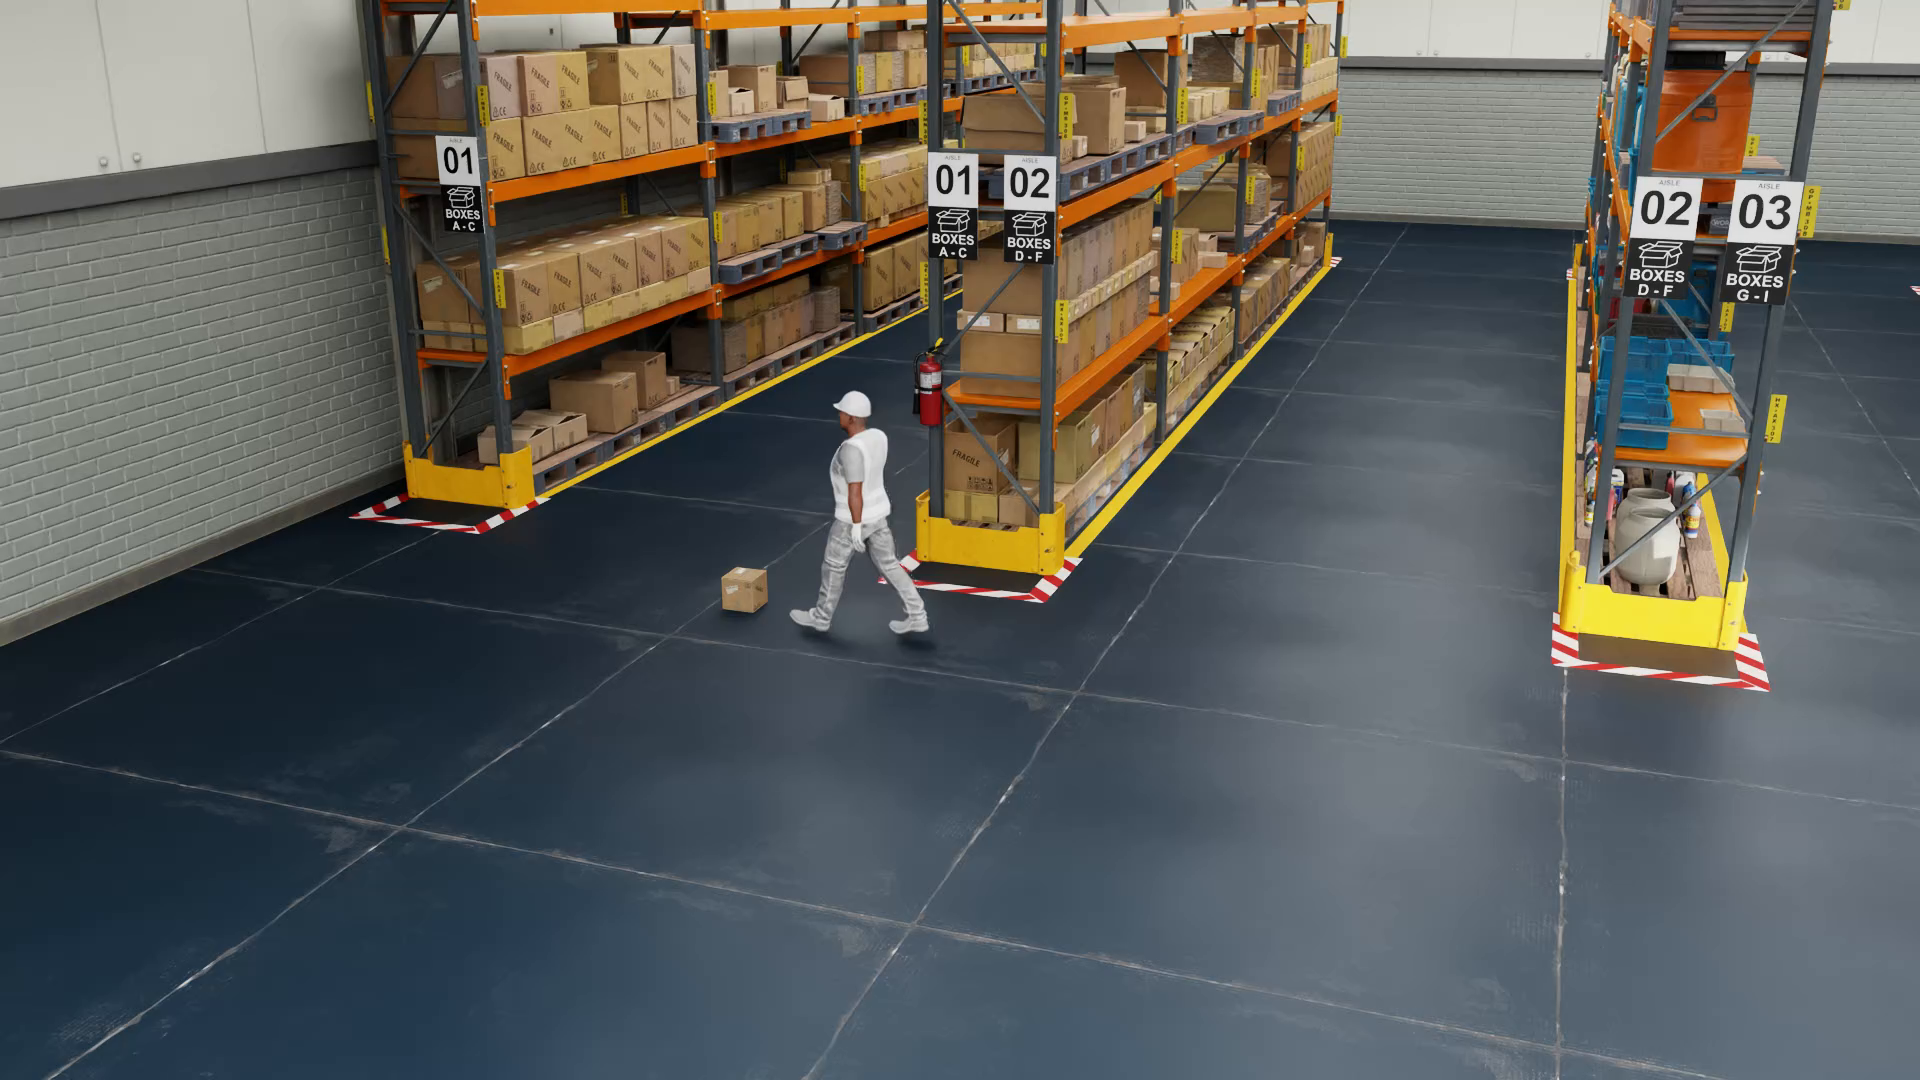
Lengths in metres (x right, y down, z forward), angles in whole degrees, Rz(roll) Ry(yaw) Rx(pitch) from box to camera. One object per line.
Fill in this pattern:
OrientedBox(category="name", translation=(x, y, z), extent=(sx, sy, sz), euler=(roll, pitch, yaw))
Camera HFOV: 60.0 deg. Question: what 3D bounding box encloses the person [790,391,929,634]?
OrientedBox(category="person", translation=(-0.711, -0.177, 11.563), extent=(1.018, 1.746, 0.560), euler=(9, 21, 25))
